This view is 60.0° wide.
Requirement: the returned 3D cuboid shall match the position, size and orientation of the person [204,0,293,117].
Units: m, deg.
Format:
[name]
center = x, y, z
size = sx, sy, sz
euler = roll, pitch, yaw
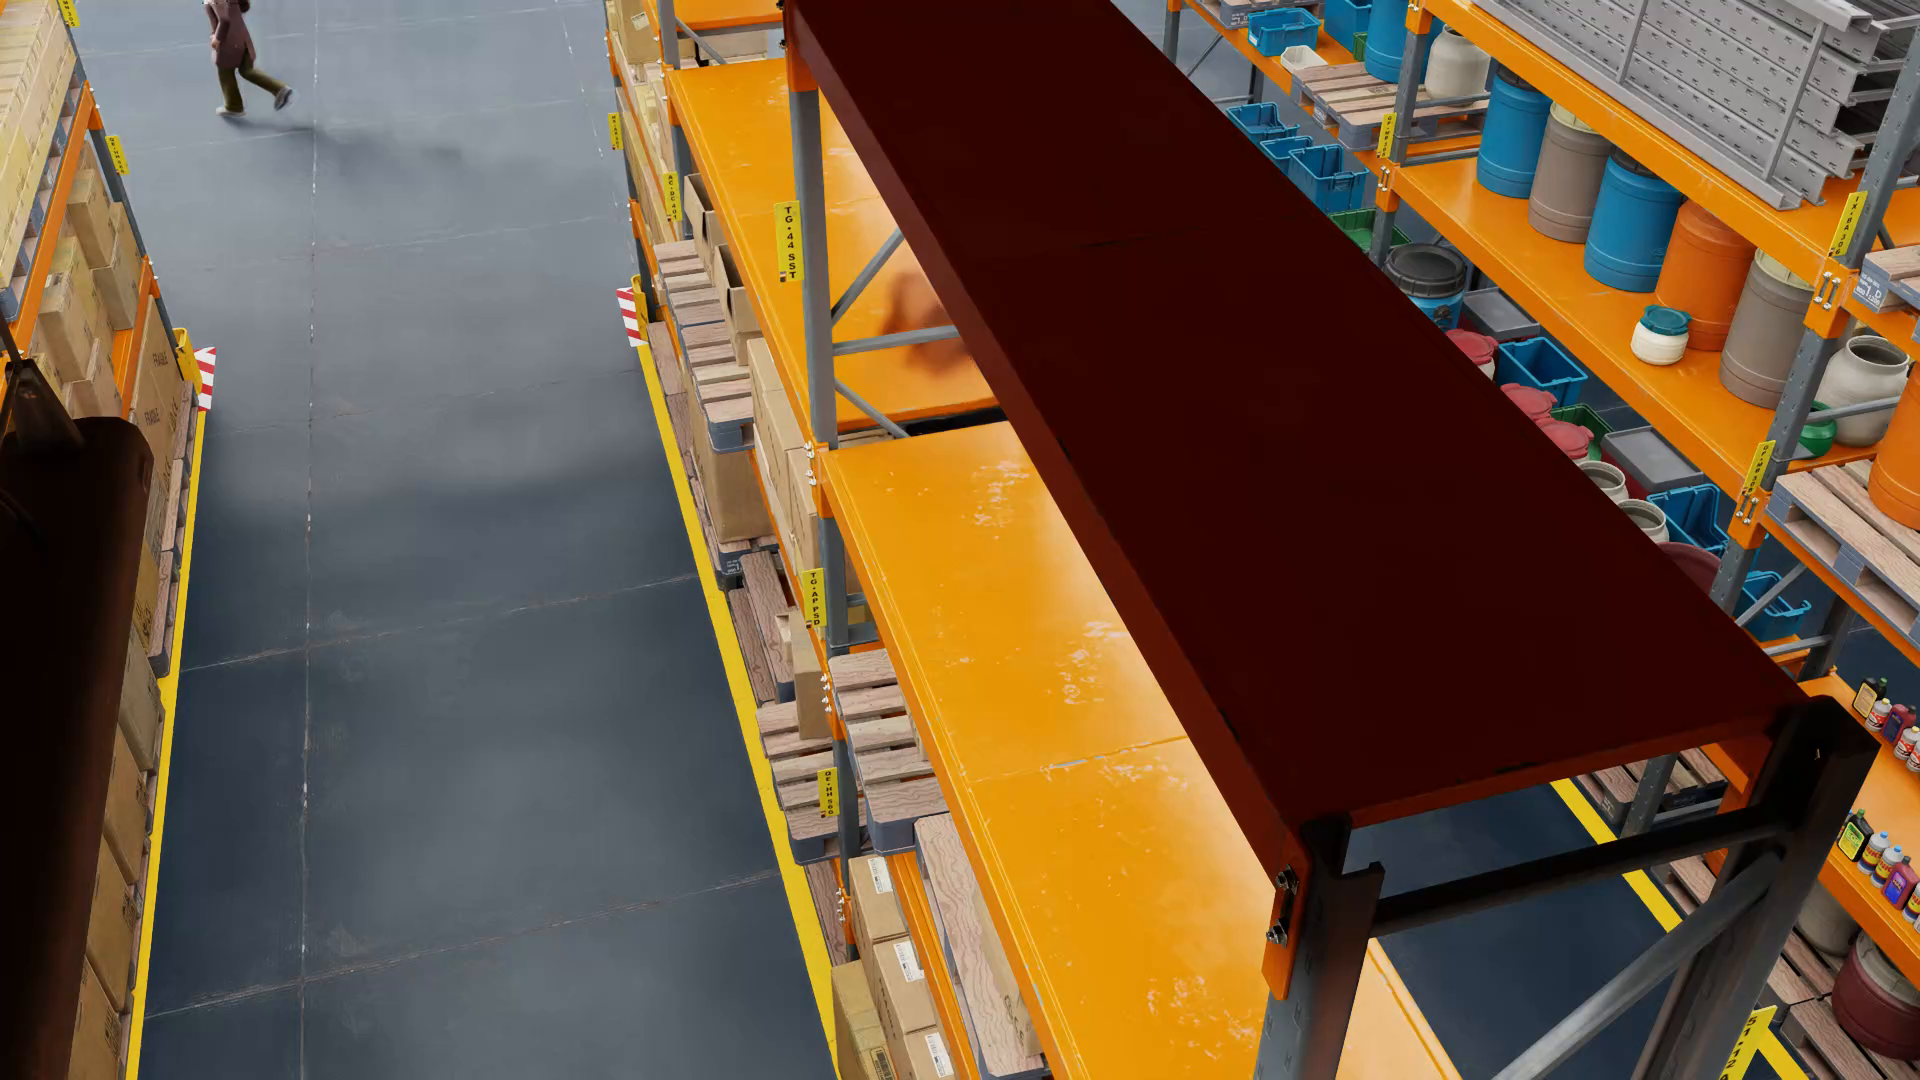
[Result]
[person]
center = -7.981, -5.484, 18.325
size = 1.018, 1.767, 0.709
euler = 10, 39, 12
